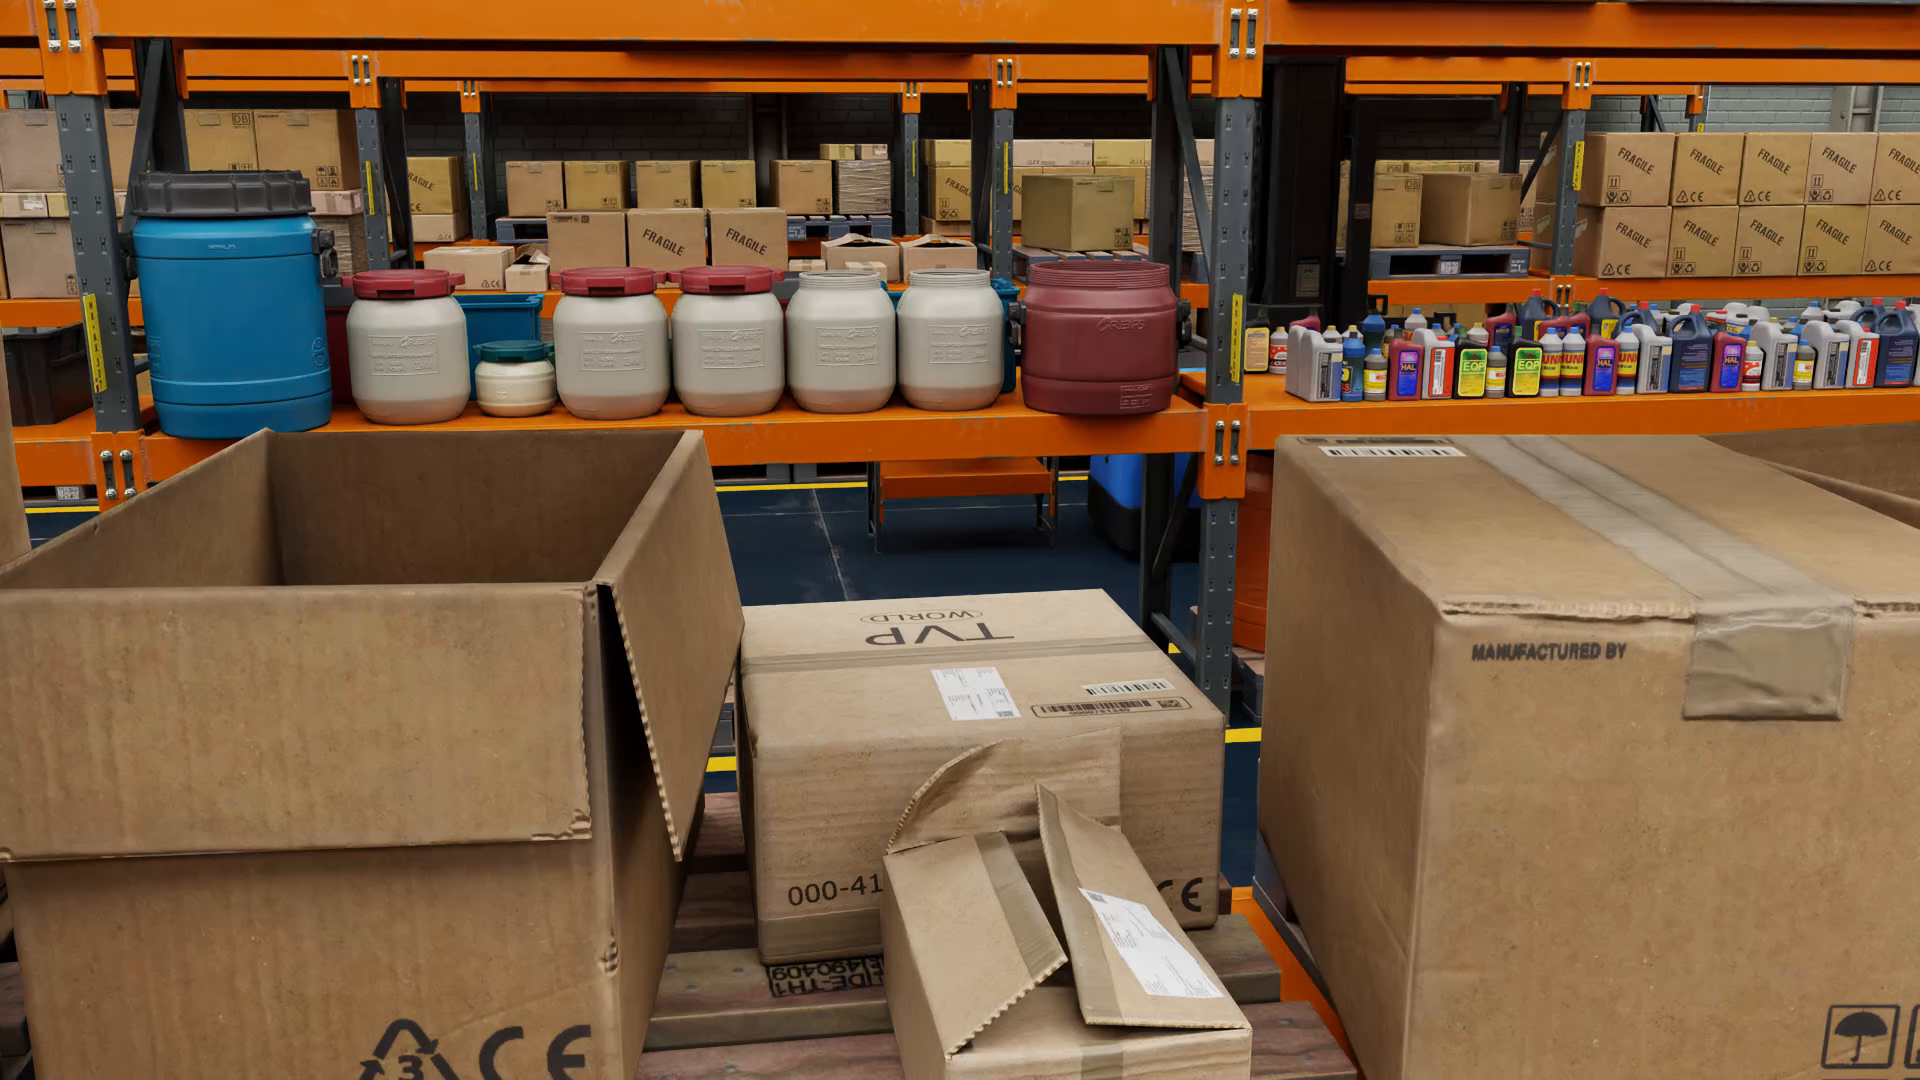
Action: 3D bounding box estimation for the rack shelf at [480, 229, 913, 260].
[{"bbox_3d":[-2.506,-2.772,16.089,4.000,0.370,1.077,-2,14,-8],"label":"rack shelf"}]

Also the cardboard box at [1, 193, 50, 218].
[{"bbox_3d":[-5.757,-2.093,10.364,0.250,0.149,0.380,-2,14,-8],"label":"cardboard box"}]

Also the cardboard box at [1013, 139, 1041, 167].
[{"bbox_3d":[0.490,-3.734,16.045,0.500,0.250,0.500,-2,14,-9],"label":"cardboard box"}]

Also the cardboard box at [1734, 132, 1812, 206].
[{"bbox_3d":[5.695,-2.667,11.931,0.500,0.500,0.500,-3,14,-10],"label":"cardboard box"}]

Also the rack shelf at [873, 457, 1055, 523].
[{"bbox_3d":[0.007,-0.309,9.645,1.000,0.278,0.538,-2,14,-8],"label":"rack shelf"}]

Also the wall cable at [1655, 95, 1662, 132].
[{"bbox_3d":[8.507,-4.250,18.415,1.851,1.984,0.084,-2,14,-8],"label":"wall cable"}]

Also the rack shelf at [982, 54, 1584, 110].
[{"bbox_3d":[2.191,-3.181,11.551,4.000,0.370,1.077,-2,14,-8],"label":"rack shelf"}]

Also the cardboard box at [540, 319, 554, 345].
[{"bbox_3d":[-3.759,-2.080,16.085,0.500,0.500,0.700,-2,14,-6],"label":"cardboard box"}]

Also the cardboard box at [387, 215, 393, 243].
[{"bbox_3d":[-5.401,-2.880,15.305,0.500,0.250,0.500,-2,14,-8],"label":"cardboard box"}]

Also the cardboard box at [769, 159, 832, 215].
[{"bbox_3d":[-1.540,-3.409,16.040,0.500,0.500,0.700,-3,14,-14],"label":"cardboard box"}]

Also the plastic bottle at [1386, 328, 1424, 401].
[{"bbox_3d":[1.755,-0.693,6.558,0.133,0.283,0.061,-2,14,-8],"label":"plastic bottle"}]

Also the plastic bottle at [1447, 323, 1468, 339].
[{"bbox_3d":[2.206,-0.861,7.397,0.097,0.201,0.097,0,14,0],"label":"plastic bottle"}]

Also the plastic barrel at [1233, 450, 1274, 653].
[{"bbox_3d":[1.428,0.016,7.088,0.708,0.830,0.600,-2,14,-8],"label":"plastic barrel"}]

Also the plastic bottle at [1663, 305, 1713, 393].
[{"bbox_3d":[2.953,-0.780,6.766,0.185,0.351,0.144,-2,14,-8],"label":"plastic bottle"}]

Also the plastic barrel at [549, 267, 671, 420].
[{"bbox_3d":[-1.304,-0.740,6.227,0.433,0.535,0.433,0,14,0],"label":"plastic barrel"}]

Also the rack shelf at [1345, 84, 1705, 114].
[{"bbox_3d":[5.404,-4.517,16.880,4.000,0.370,1.077,-2,14,-8],"label":"rack shelf"}]

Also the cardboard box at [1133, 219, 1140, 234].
[{"bbox_3d":[1.607,-3.104,16.407,0.250,0.149,0.380,-2,14,-7],"label":"cardboard box"}]

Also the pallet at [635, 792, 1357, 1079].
[{"bbox_3d":[-0.266,0.555,1.735,1.213,0.211,1.003,-2,14,-8],"label":"pallet"}]

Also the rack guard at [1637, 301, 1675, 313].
[{"bbox_3d":[7.406,-2.272,17.754,0.348,0.500,1.175,-2,14,-8],"label":"rack guard"}]

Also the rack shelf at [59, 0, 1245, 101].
[{"bbox_3d":[-1.030,-1.844,6.221,4.000,0.370,1.077,-2,14,-8],"label":"rack shelf"}]

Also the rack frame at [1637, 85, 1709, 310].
[{"bbox_3d":[7.382,-3.484,17.446,0.127,3.000,1.000,-2,14,-8],"label":"rack frame"}]

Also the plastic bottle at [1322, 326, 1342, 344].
[{"bbox_3d":[1.629,-0.840,7.312,0.097,0.201,0.097,0,14,0],"label":"plastic bottle"}]

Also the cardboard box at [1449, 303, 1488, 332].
[{"bbox_3d":[5.187,-2.368,17.272,0.500,0.500,0.700,-2,14,-7],"label":"cardboard box"}]

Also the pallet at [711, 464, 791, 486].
[{"bbox_3d":[-1.811,-0.586,11.624,1.213,0.211,1.003,-2,14,-8],"label":"pallet"}]

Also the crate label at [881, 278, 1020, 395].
[{"bbox_3d":[-0.075,-0.857,6.899,0.616,0.435,0.502,-2,14,-8],"label":"crate label"}]

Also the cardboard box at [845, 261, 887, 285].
[{"bbox_3d":[-0.635,-1.781,11.175,0.250,0.149,0.380,-2,14,-8],"label":"cardboard box"}]

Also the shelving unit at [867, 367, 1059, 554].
[{"bbox_3d":[0.007,-0.546,9.586,1.048,1.125,0.538,-2,14,-8],"label":"shelving unit"}]

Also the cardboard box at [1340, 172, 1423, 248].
[{"bbox_3d":[2.996,-2.396,12.040,0.500,0.500,0.700,0,14,1],"label":"cardboard box"}]

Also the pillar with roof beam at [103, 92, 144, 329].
[{"bbox_3d":[-7.235,-5.012,11.206,0.400,9.000,9.100,-2,14,-8],"label":"pillar with roof beam"}]

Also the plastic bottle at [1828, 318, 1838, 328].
[{"bbox_3d":[3.664,-0.799,7.006,0.097,0.271,0.097,0,14,0],"label":"plastic bottle"}]

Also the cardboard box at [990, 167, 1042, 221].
[{"bbox_3d":[0.509,-3.369,16.131,0.500,0.500,0.500,-2,14,-6],"label":"cardboard box"}]

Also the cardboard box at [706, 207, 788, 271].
[{"bbox_3d":[-1.444,-1.986,11.269,0.500,0.500,0.500,-3,14,-11],"label":"cardboard box"}]

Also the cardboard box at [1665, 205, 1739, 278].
[{"bbox_3d":[5.219,-2.168,11.994,0.500,0.500,0.500,-2,14,-7],"label":"cardboard box"}]

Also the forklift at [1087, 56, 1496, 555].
[{"bbox_3d":[2.328,-1.460,9.517,3.031,2.935,1.130,-2,14,-7],"label":"forklift"}]

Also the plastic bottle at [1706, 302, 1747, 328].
[{"bbox_3d":[3.473,-0.937,7.546,0.135,0.276,0.152,-2,14,-8],"label":"plastic bottle"}]

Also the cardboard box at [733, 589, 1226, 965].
[{"bbox_3d":[-0.006,0.255,1.983,0.500,0.250,0.500,-3,14,-10],"label":"cardboard box"}]

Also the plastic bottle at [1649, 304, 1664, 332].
[{"bbox_3d":[3.125,-0.928,7.522,0.097,0.271,0.097,0,14,0],"label":"plastic bottle"}]

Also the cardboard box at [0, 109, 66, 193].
[{"bbox_3d":[-5.669,-2.463,10.503,0.500,0.500,0.700,-2,14,-8],"label":"cardboard box"}]

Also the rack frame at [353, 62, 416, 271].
[{"bbox_3d":[-3.742,-1.857,10.961,0.127,3.000,1.000,-2,14,-8],"label":"rack frame"}]

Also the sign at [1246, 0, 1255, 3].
[{"bbox_3d":[1.036,-2.083,5.909,0.005,0.325,0.100,-2,14,-8],"label":"sign"}]

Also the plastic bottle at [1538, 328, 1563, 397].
[{"bbox_3d":[2.360,-0.714,6.666,0.097,0.271,0.097,0,14,0],"label":"plastic bottle"}]

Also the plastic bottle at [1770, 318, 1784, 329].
[{"bbox_3d":[3.715,-0.916,7.617,0.097,0.201,0.097,0,14,0],"label":"plastic bottle"}]

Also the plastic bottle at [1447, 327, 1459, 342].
[{"bbox_3d":[1.991,-0.715,6.672,0.097,0.271,0.097,0,14,0],"label":"plastic bottle"}]

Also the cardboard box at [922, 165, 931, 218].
[{"bbox_3d":[-0.101,-3.477,16.560,0.500,0.500,0.500,-2,14,-8],"label":"cardboard box"}]

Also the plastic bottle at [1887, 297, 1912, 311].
[{"bbox_3d":[4.345,-0.983,7.717,0.133,0.283,0.061,-2,14,-8],"label":"plastic bottle"}]

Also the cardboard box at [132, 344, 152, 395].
[{"bbox_3d":[-5.158,-0.987,10.740,0.500,0.500,0.500,-2,14,-8],"label":"cardboard box"}]

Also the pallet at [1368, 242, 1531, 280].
[{"bbox_3d":[3.362,-2.051,12.130,1.213,0.211,1.003,-2,14,-8],"label":"pallet"}]

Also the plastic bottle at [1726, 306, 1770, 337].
[{"bbox_3d":[3.495,-0.900,7.400,0.135,0.276,0.152,-2,14,-8],"label":"plastic bottle"}]

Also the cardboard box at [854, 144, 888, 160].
[{"bbox_3d":[-0.865,-3.750,16.067,0.250,0.149,0.380,-4,15,-16],"label":"cardboard box"}]

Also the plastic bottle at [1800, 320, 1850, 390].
[{"bbox_3d":[3.568,-0.767,6.869,0.135,0.276,0.152,-2,14,-8],"label":"plastic bottle"}]
